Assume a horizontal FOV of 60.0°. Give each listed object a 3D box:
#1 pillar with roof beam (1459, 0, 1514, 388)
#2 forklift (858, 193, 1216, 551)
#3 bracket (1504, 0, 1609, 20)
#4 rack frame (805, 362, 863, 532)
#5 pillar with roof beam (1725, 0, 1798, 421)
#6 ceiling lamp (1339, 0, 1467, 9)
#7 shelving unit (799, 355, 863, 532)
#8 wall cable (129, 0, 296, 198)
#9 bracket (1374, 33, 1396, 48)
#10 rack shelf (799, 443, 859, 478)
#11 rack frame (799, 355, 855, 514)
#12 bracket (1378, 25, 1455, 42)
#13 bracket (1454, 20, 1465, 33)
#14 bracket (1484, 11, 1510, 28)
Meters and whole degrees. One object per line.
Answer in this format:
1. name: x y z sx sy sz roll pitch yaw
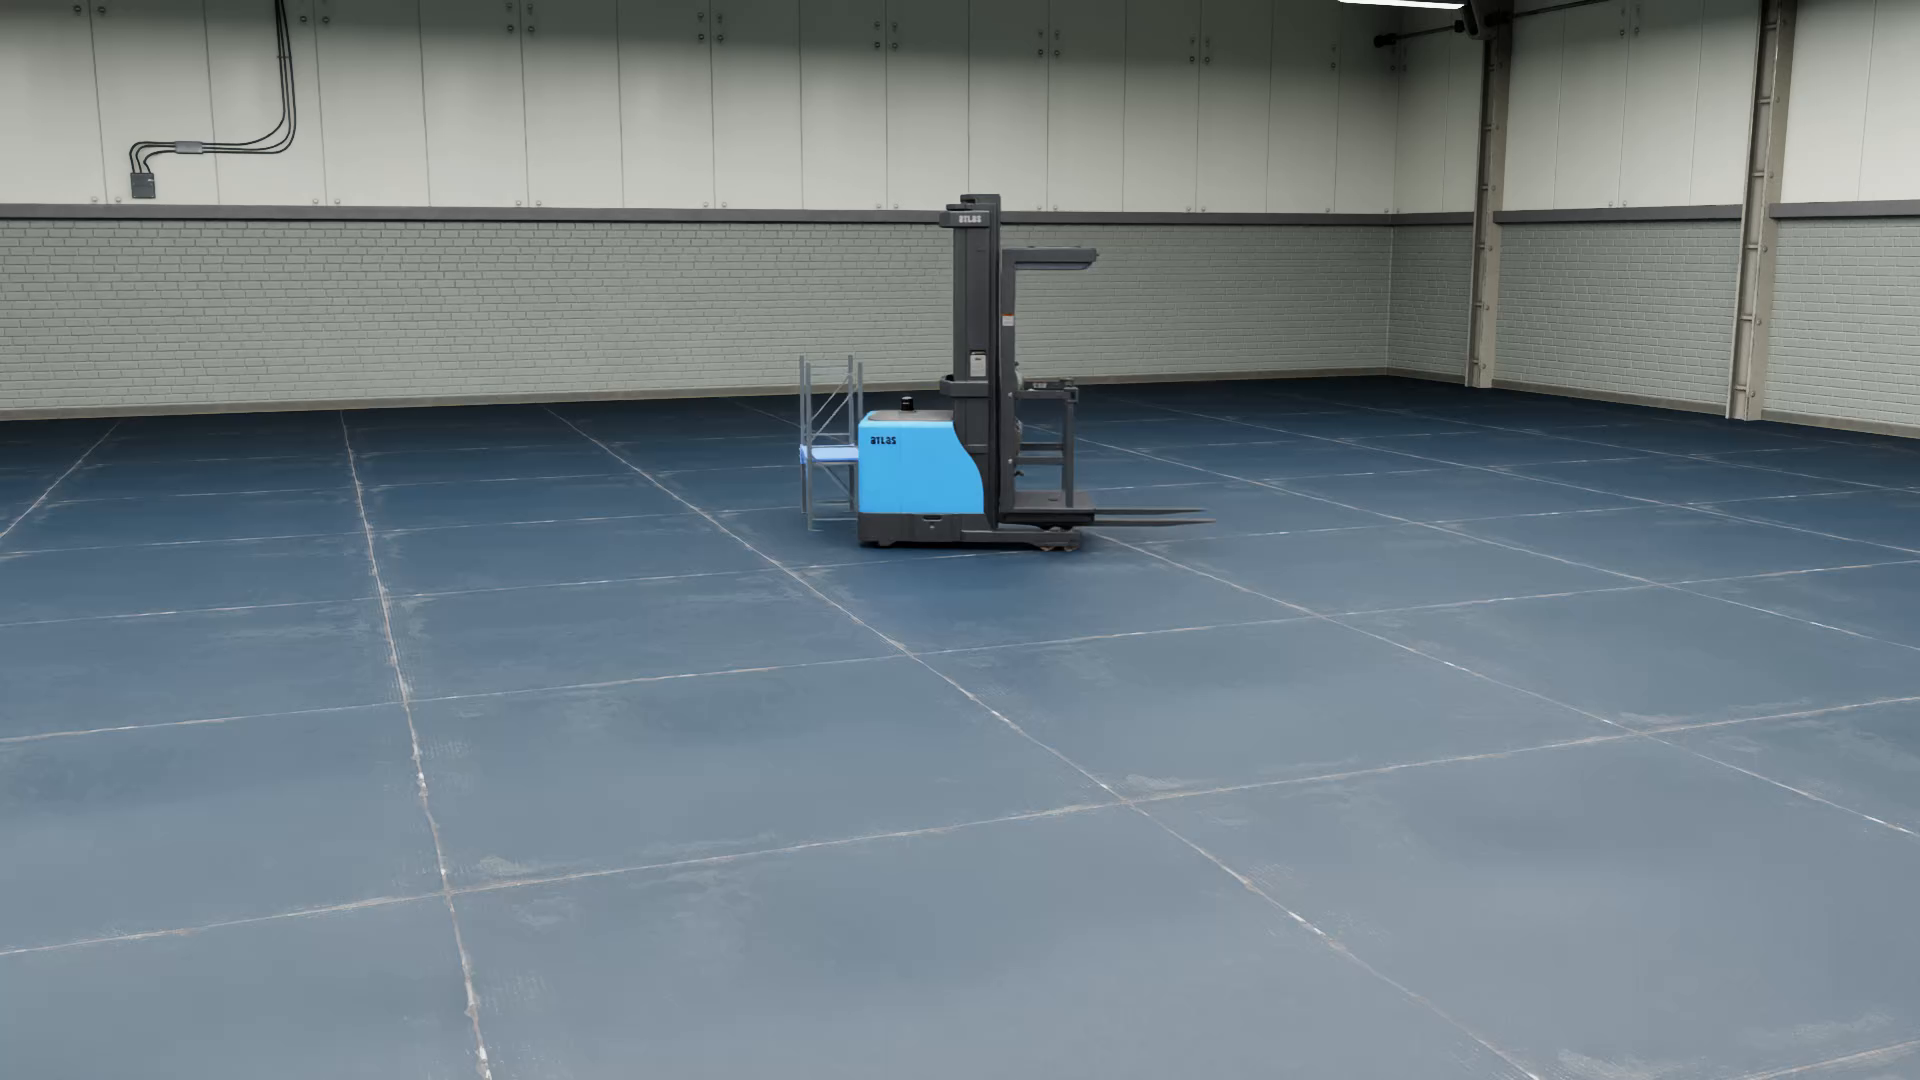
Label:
1. pillar with roof beam: 5.324 -6.916 27.604 9.100 9.000 0.548 -4 11 -21
2. forklift: 0.661 -1.448 14.192 3.031 2.935 1.130 0 10 1
3. bracket: 10.089 -8.450 25.953 0.076 0.066 4.783 -4 11 -21
4. rack frame: -1.108 -0.822 14.757 0.500 1.500 0.032 -1 10 -8
5. pillar with roof beam: 7.498 -5.936 22.099 9.100 9.000 0.400 -4 11 -21
6. ceiling lamp: 6.113 -9.117 23.314 2.000 3.185 0.800 -4 11 -21
7. shelving unit: -1.183 -0.910 15.252 0.538 1.500 1.048 -1 10 -8
8. wall cable: -11.004 -8.029 24.152 2.305 6.003 0.169 -4 11 -21
9. bracket: 7.996 -9.393 31.254 0.235 0.232 0.430 -4 11 -21
10. rack shelf: -1.183 -0.733 15.284 0.538 0.185 1.000 -1 10 -8
11. rack frame: -1.257 -0.998 15.747 0.500 1.500 0.032 -1 10 -8
12. bracket: 8.210 -9.297 30.712 0.076 0.066 3.189 -4 11 -21
13. bracket: 8.855 -9.006 29.079 0.235 0.232 0.430 -4 11 -21
14. bracket: 9.156 -8.871 28.318 0.235 0.232 0.430 -4 11 -21
